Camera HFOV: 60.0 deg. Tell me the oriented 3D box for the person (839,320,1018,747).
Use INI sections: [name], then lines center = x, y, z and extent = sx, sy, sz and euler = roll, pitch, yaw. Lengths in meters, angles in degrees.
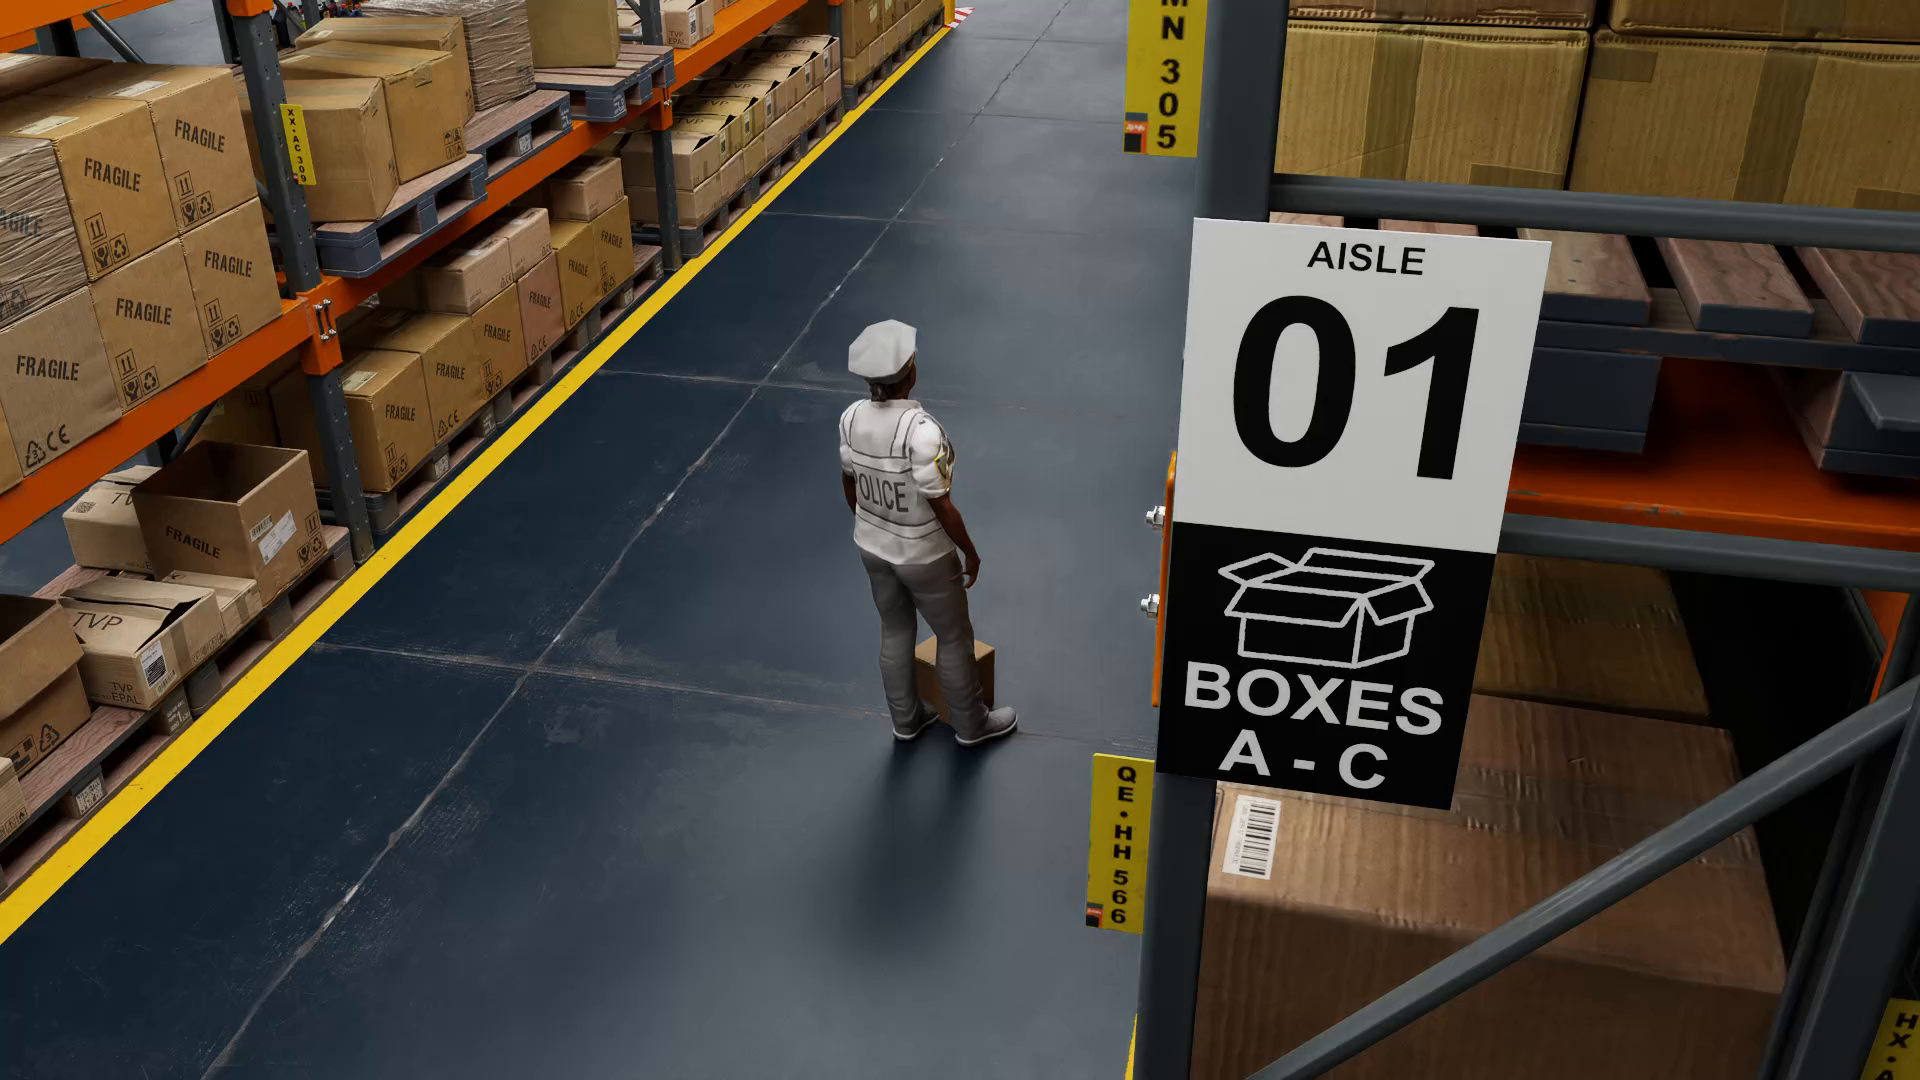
[person]
center = -0.132, -0.007, 6.086
extent = 0.570, 1.695, 0.527
euler = 20, 35, 32
